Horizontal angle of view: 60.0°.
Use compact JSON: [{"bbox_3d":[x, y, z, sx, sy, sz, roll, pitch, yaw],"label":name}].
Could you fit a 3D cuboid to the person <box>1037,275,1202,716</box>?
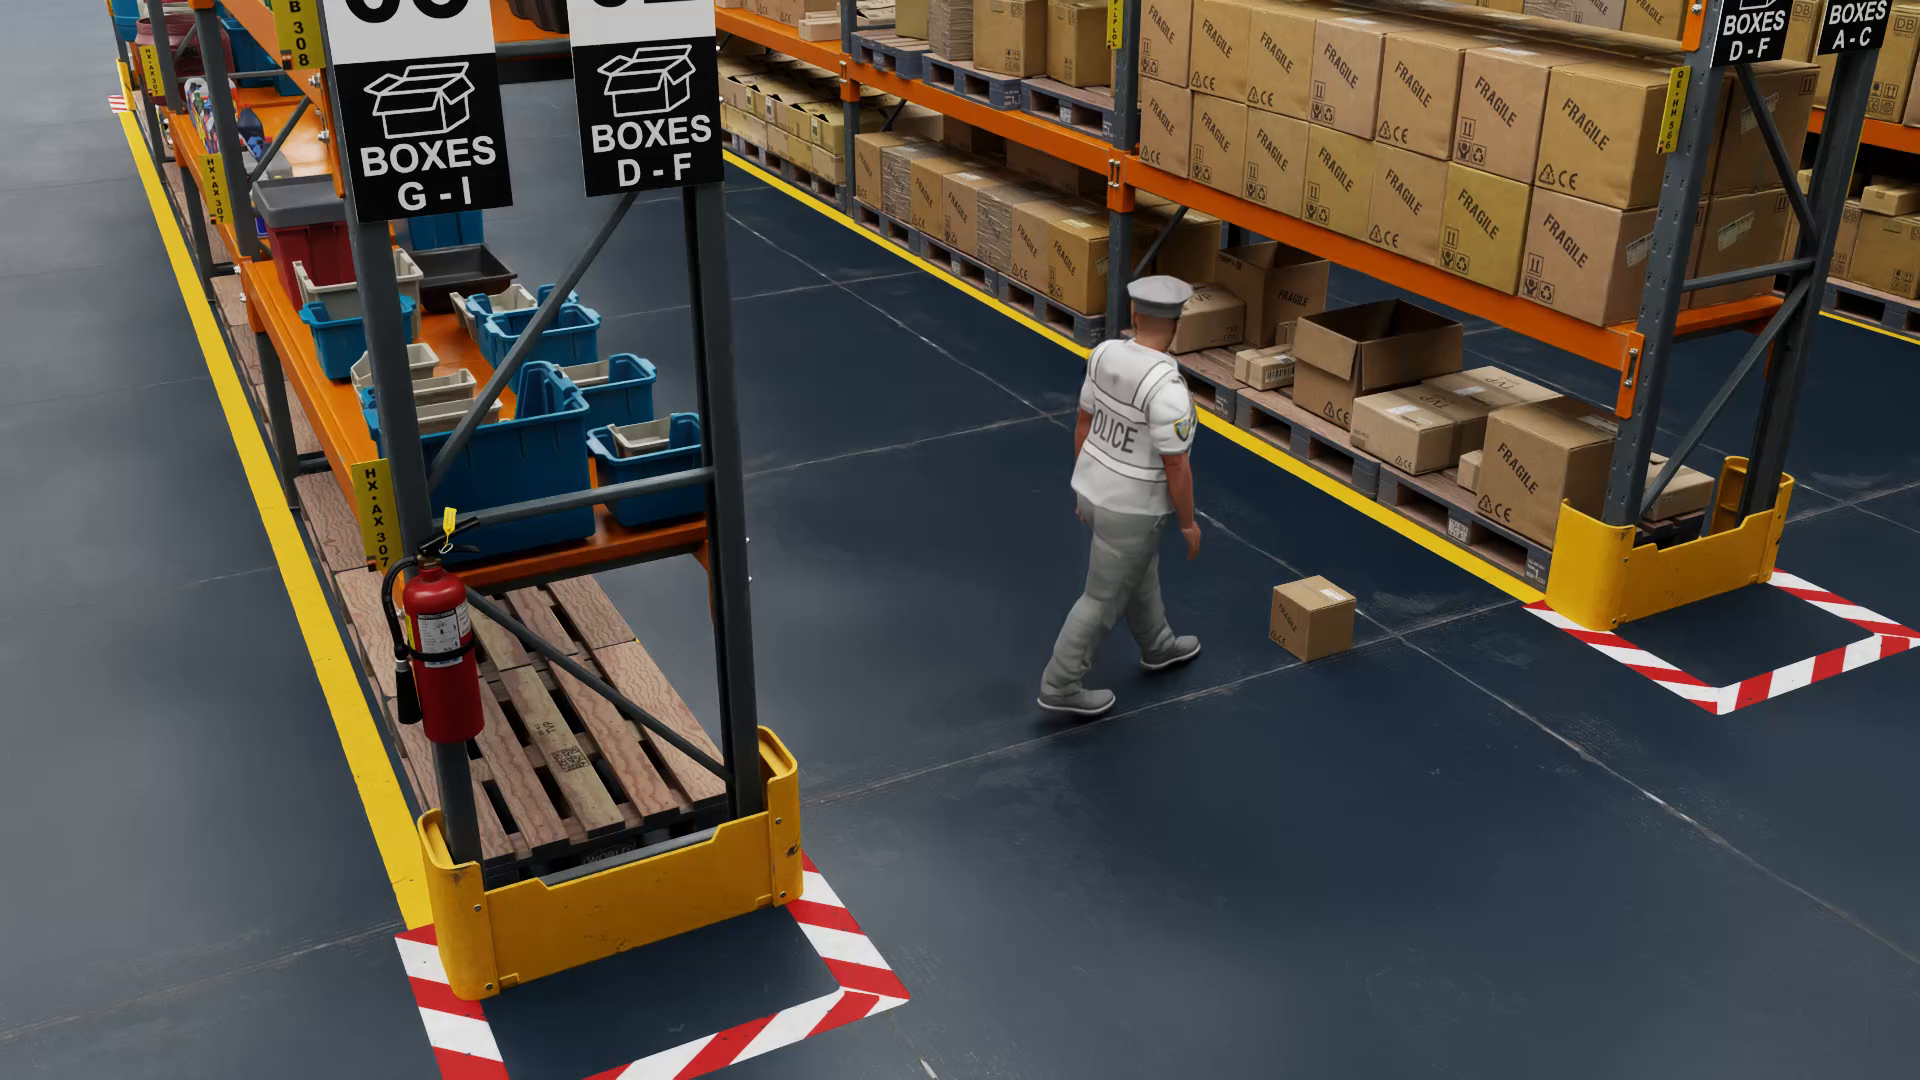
[{"bbox_3d":[0.694,-0.161,6.418,0.879,1.711,0.549,-11,27,-21],"label":"person"}]
